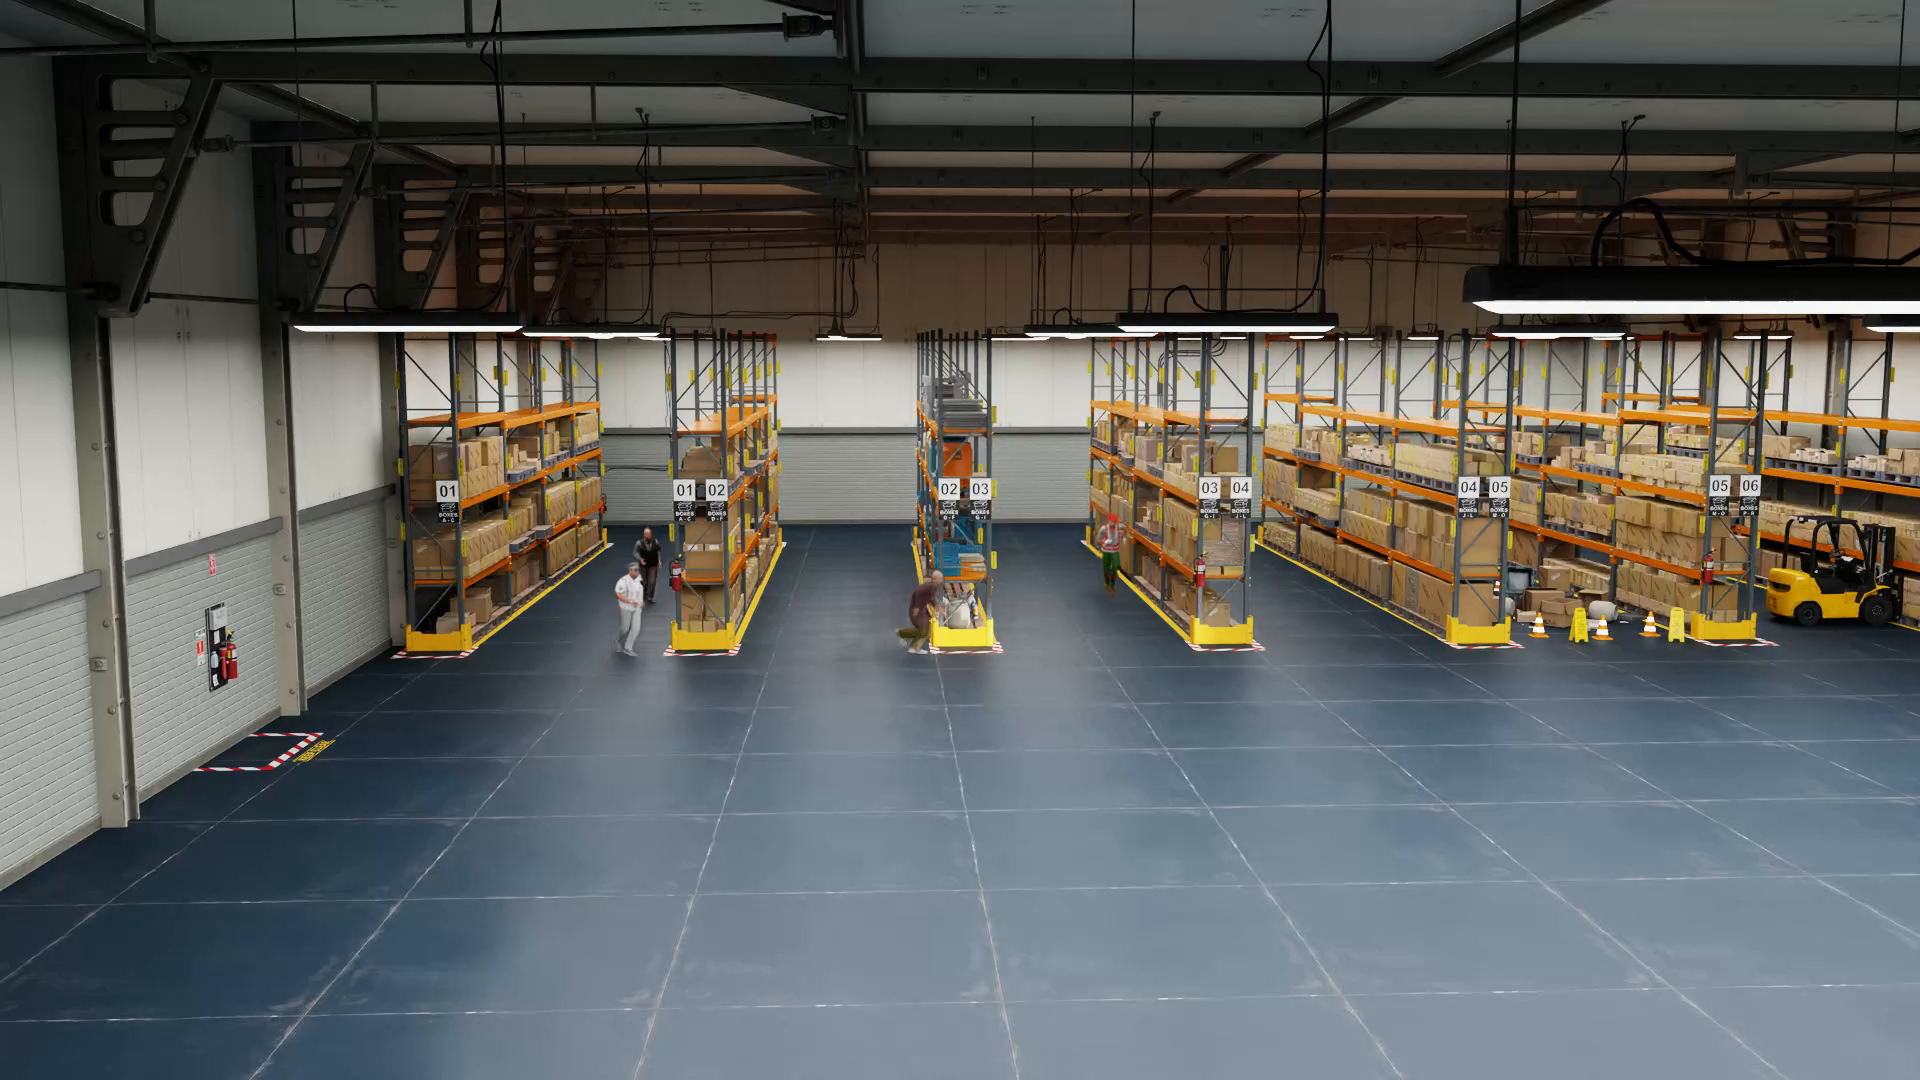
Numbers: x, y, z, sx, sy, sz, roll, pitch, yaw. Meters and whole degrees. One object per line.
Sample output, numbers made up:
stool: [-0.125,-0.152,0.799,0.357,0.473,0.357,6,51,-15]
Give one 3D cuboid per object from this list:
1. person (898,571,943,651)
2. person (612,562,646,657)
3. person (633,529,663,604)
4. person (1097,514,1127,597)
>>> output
person: [-0.734,1.308,30.682,0.862,1.518,0.730,2,7,17]
person: [-6.157,1.254,30.776,0.659,1.762,0.750,-6,9,-41]
person: [-6.909,0.571,36.816,0.654,1.673,0.756,-2,7,-13]
person: [3.336,0.322,36.543,0.696,1.823,0.909,-1,7,-5]
